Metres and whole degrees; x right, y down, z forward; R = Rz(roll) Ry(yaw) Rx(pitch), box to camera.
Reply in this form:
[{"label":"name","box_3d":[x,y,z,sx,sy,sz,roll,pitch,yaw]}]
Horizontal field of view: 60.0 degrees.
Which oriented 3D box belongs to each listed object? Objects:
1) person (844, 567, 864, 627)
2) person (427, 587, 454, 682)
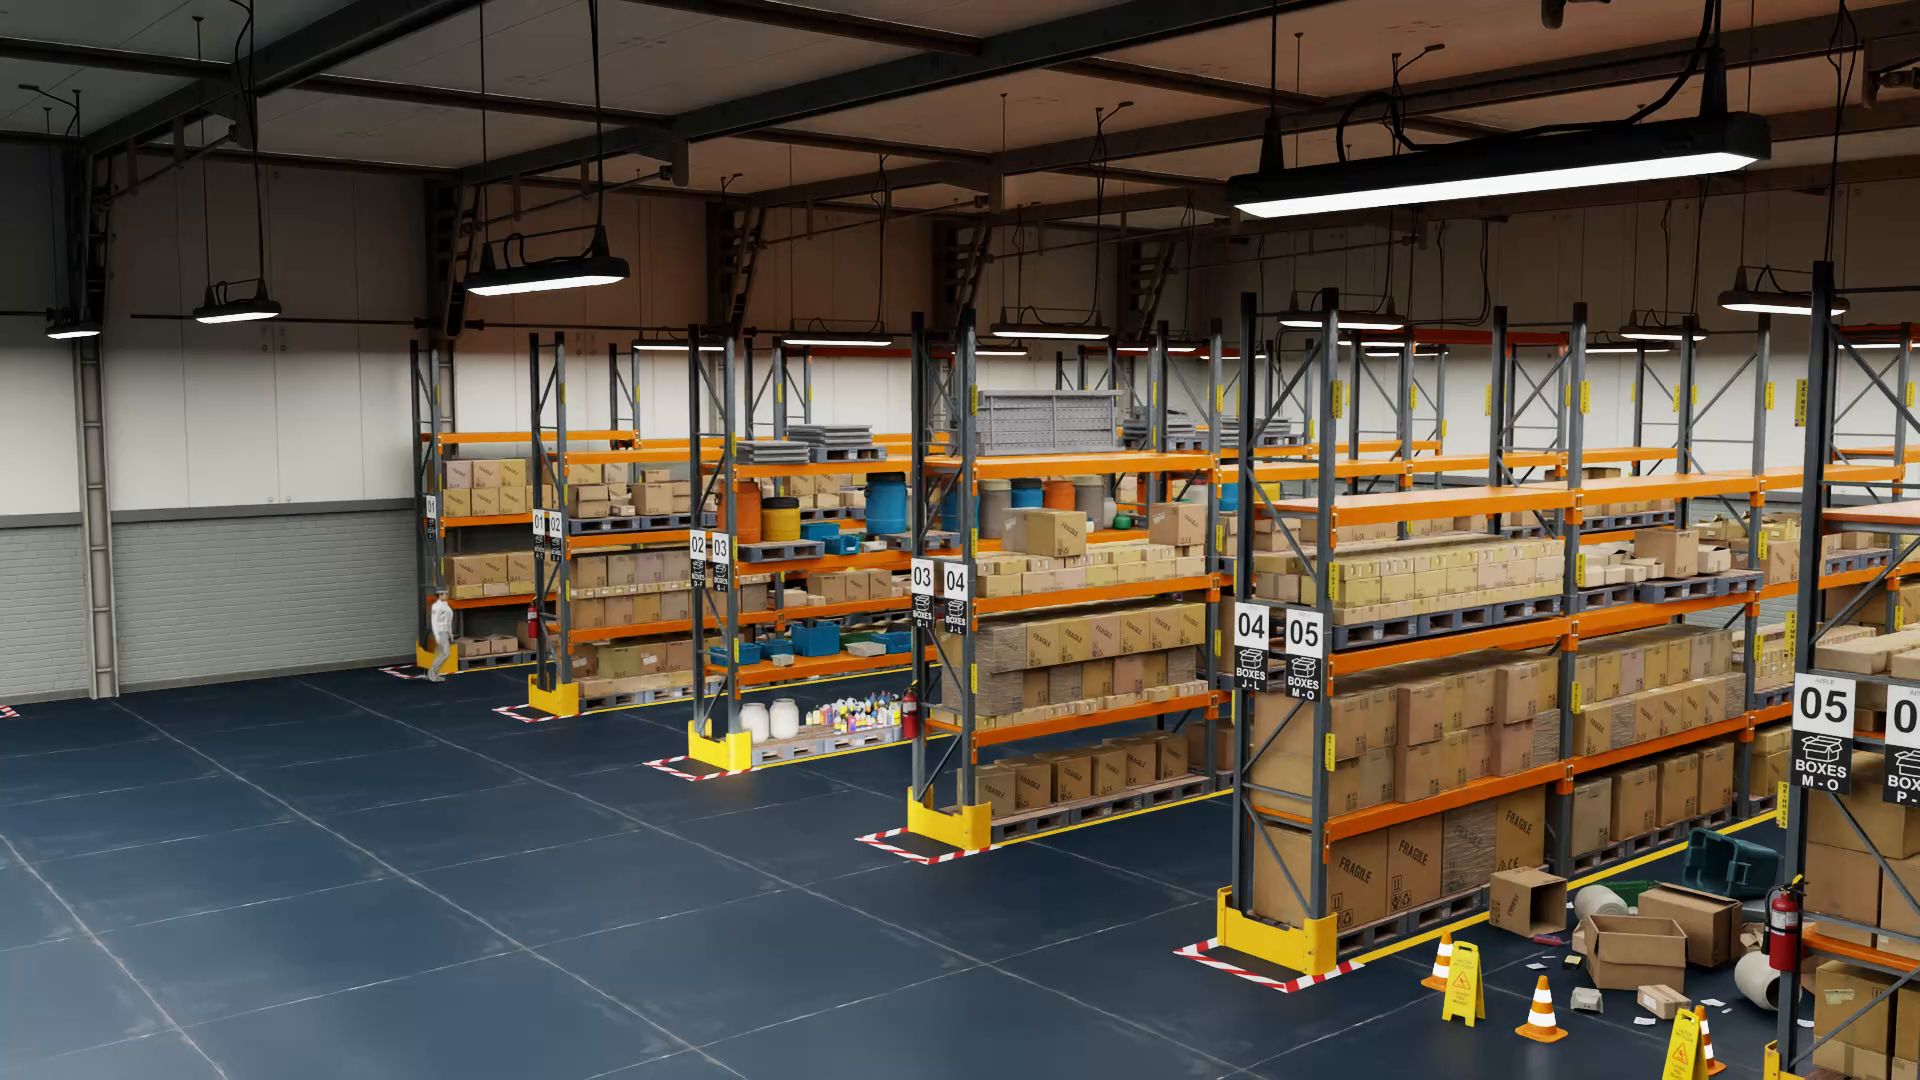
[{"label":"person","box_3d":[-2.023,1.340,32.383,0.702,1.666,0.656,-3,6,-30]},{"label":"person","box_3d":[-9.088,1.630,29.045,0.429,1.624,0.580,0,5,-2]}]
